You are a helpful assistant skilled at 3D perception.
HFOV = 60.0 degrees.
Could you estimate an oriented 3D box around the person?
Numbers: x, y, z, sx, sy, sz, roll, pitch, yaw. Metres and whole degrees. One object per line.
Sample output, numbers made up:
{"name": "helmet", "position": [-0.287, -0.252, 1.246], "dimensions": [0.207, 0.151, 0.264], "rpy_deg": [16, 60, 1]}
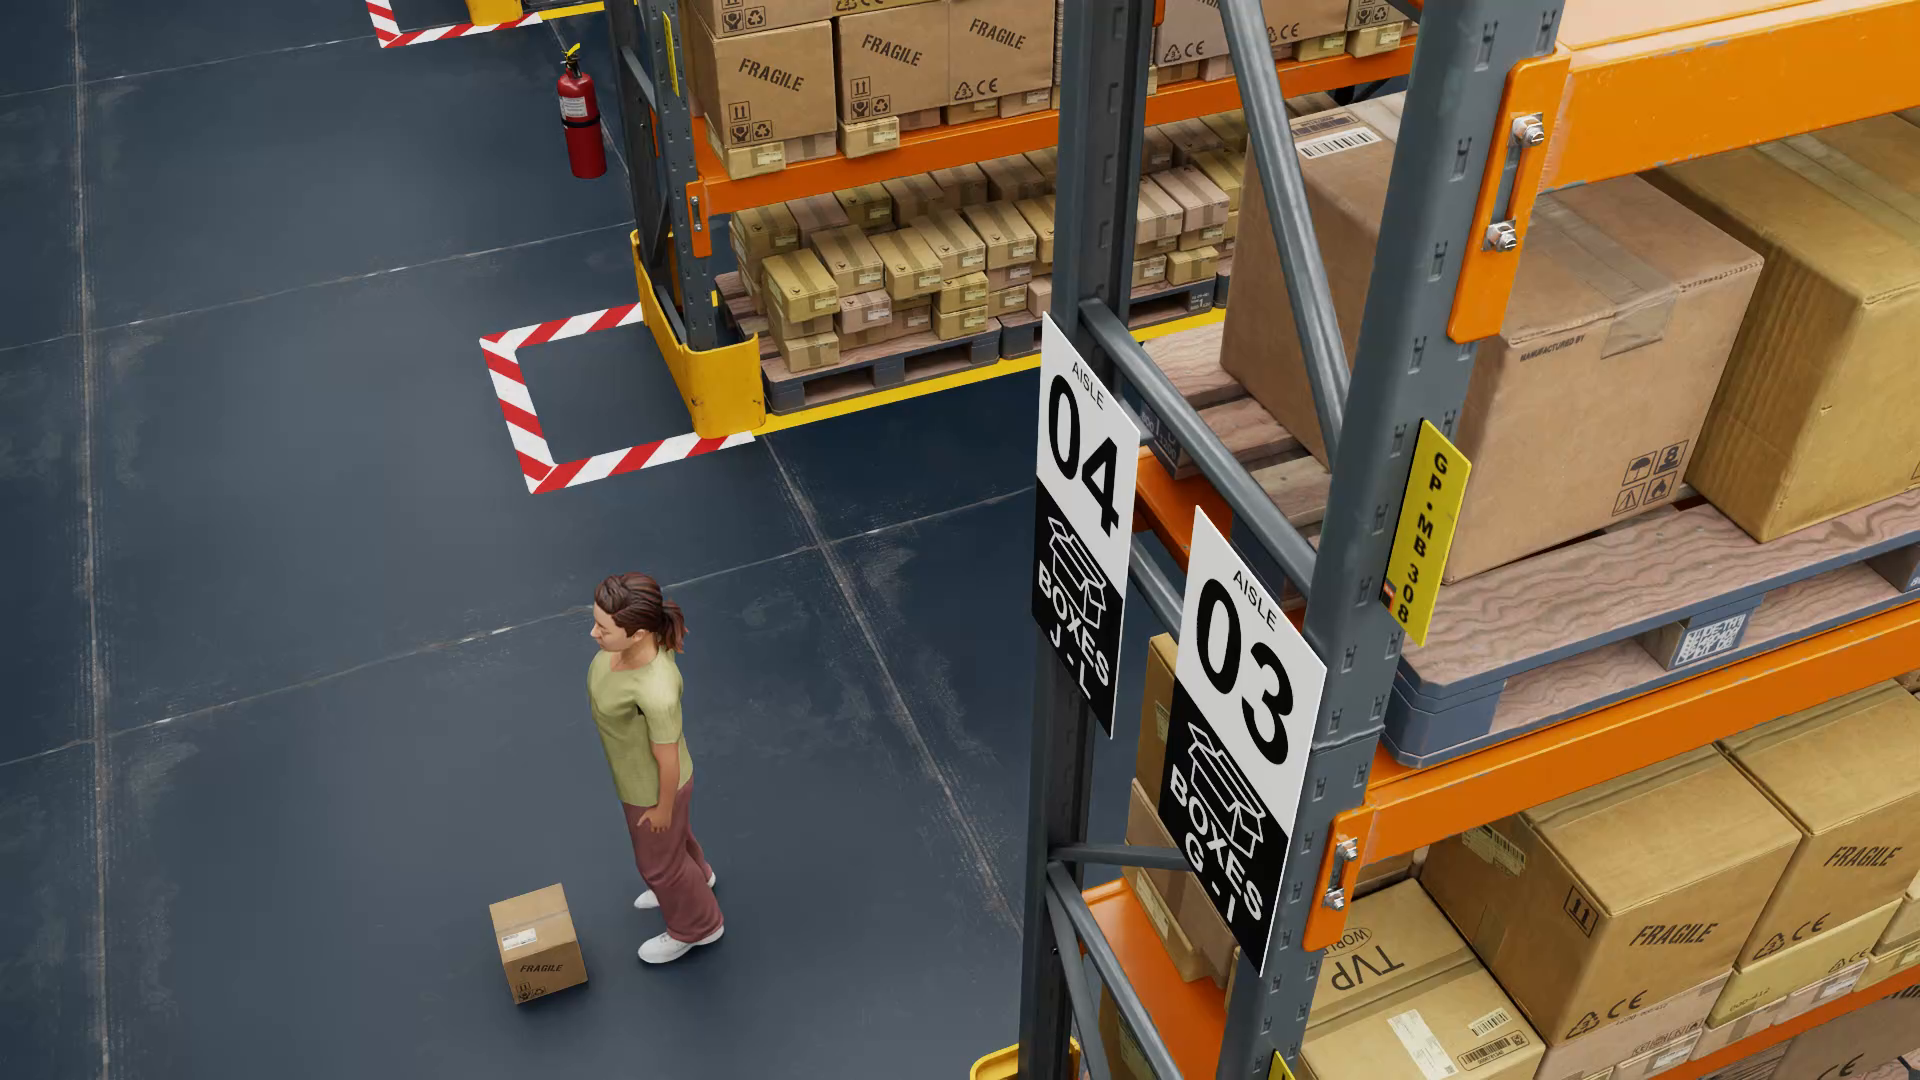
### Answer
{"name": "person", "position": [-0.981, 0.751, 5.357], "dimensions": [0.362, 1.701, 0.440], "rpy_deg": [-14, 44, -15]}
